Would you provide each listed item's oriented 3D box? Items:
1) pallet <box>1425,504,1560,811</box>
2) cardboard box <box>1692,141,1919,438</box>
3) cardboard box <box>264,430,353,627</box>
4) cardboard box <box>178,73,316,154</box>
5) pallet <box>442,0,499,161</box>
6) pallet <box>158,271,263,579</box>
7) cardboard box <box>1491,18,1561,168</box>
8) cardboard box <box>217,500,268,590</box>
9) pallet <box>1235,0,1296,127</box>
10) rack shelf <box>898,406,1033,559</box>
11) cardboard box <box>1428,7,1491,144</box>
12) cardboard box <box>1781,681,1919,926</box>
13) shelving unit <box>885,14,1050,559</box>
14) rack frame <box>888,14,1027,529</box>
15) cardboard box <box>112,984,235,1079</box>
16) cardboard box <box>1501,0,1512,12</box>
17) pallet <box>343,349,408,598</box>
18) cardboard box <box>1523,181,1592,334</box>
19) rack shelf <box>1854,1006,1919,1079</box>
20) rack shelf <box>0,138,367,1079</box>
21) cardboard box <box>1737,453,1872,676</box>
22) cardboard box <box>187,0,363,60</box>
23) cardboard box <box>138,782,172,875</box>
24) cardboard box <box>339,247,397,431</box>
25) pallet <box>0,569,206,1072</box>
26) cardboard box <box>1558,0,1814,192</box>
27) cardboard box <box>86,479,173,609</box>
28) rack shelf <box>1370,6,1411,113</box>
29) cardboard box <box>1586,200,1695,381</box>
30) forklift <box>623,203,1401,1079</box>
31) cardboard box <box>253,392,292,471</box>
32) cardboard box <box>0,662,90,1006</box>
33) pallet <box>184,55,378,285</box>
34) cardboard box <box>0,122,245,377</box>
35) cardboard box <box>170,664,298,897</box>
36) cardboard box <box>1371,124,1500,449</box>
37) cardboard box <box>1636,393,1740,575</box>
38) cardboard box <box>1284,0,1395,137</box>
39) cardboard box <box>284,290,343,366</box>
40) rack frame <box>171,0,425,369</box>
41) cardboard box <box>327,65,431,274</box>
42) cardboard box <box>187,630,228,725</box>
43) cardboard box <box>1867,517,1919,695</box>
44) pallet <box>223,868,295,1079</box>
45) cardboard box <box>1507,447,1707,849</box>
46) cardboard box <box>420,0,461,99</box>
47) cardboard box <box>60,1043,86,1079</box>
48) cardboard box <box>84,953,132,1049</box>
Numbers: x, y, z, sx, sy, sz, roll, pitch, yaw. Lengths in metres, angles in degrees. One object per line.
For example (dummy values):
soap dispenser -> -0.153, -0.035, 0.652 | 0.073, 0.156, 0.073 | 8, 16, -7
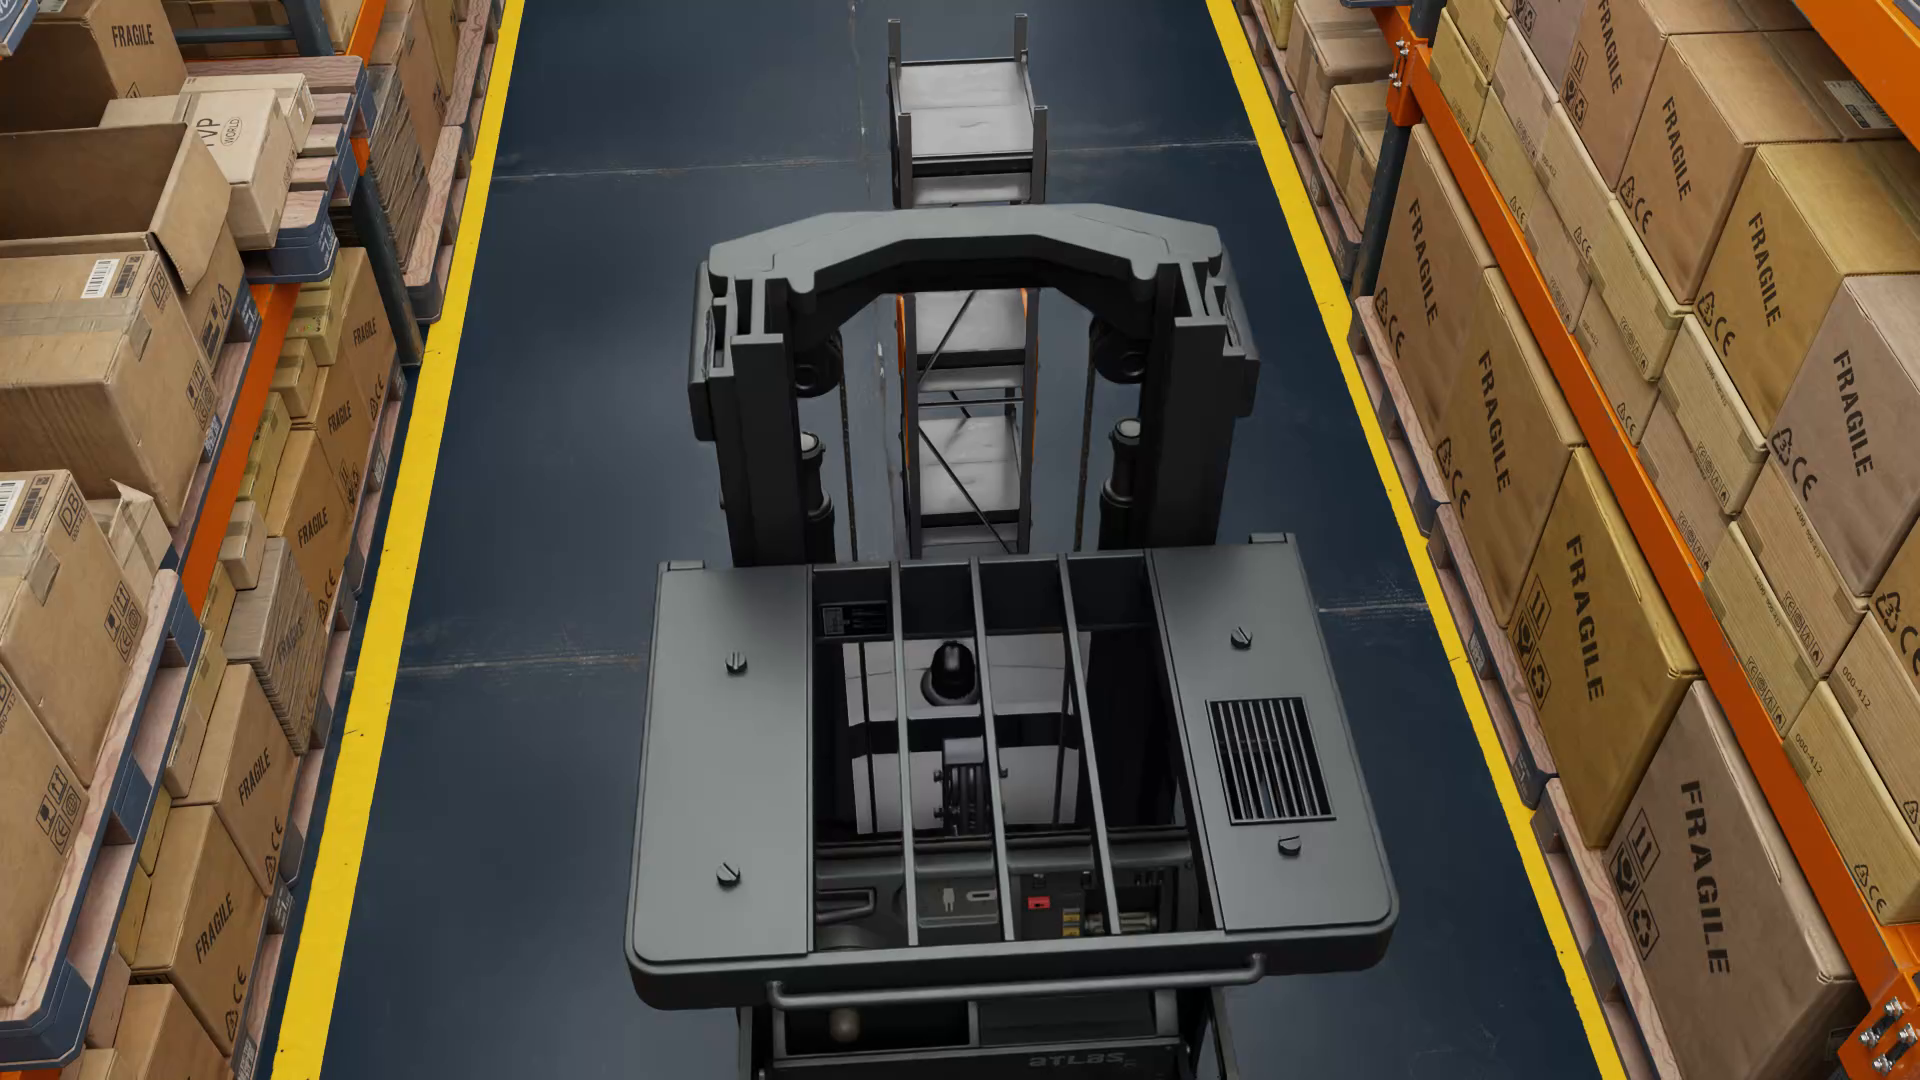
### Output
pallet -> 2.286, 0.345, 5.778 | 1.003, 0.211, 1.213 | -3, 47, -3
cardboard box -> 2.169, -0.604, 3.998 | 0.500, 0.500, 0.500 | -2, 47, -2
cardboard box -> -2.423, -0.016, 5.632 | 0.500, 0.500, 0.500 | -2, 47, -2
cardboard box -> -2.313, -1.371, 5.367 | 0.380, 0.149, 0.250 | -3, 47, -3
pallet -> -2.879, -2.285, 8.269 | 1.003, 0.211, 1.213 | -3, 47, -3
pallet -> -2.583, -0.292, 4.593 | 1.003, 0.211, 1.213 | -3, 47, -3
cardboard box -> 2.034, -1.434, 5.301 | 0.500, 0.250, 0.500 | -2, 47, -2
cardboard box -> -2.373, 0.030, 5.141 | 0.380, 0.149, 0.250 | -6, 47, -5
pallet -> 2.033, -2.557, 8.526 | 1.003, 0.211, 1.213 | -3, 47, -3
rack shelf -> 0.014, -0.112, 5.892 | 0.431, 0.518, 0.480 | -3, 47, -3
cardboard box -> 1.986, -1.649, 5.849 | 0.500, 0.250, 0.500 | -4, 47, -4
cardboard box -> 2.242, 0.567, 3.751 | 0.500, 0.250, 0.500 | -4, 47, -4
shelving unit -> 0.014, -0.602, 5.374 | 0.431, 2.100, 0.503 | -3, 47, -3
rack frame -> -0.007, -0.779, 5.541 | 0.400, 2.100, 0.015 | -3, 47, -3
cardboard box -> -2.232, 1.480, 4.214 | 0.500, 0.500, 0.500 | -2, 47, -2
cardboard box -> 1.993, -2.076, 5.393 | 0.500, 0.500, 0.500 | -5, 47, -5
pallet -> -2.725, -0.264, 6.355 | 1.003, 0.211, 1.213 | -3, 47, -3
cardboard box -> 2.085, -0.898, 5.138 | 0.500, 0.250, 0.500 | -2, 47, -2
rack shelf -> 2.698, 2.519, 2.294 | 1.077, 0.370, 4.000 | -3, 47, -3
rack shelf -> -2.583, -0.071, 4.747 | 1.077, 0.370, 4.000 | -3, 47, -3
cardboard box -> 2.202, 0.039, 3.906 | 0.500, 0.250, 0.500 | -2, 47, -2
cardboard box -> -2.544, -2.050, 6.228 | 0.500, 0.250, 0.500 | -3, 47, -3
cardboard box -> -2.350, 0.767, 4.443 | 0.380, 0.149, 0.250 | -4, 47, -4
cardboard box -> -2.501, -0.757, 6.334 | 0.500, 0.500, 0.500 | -2, 47, -2
pallet -> -2.373, 0.610, 3.738 | 1.003, 0.211, 1.213 | -3, 47, -3
cardboard box -> 2.072, -1.343, 4.698 | 0.500, 0.500, 0.500 | -2, 47, -2
cardboard box -> -2.149, 0.002, 3.985 | 0.396, 0.266, 0.258 | -1, 47, -1
rack shelf -> 2.028, -3.269, 7.776 | 1.077, 0.370, 4.000 | -3, 47, -3
cardboard box -> 2.093, -0.705, 4.611 | 0.500, 0.250, 0.500 | -3, 47, -3
forklift -> 0.052, 0.938, 3.343 | 1.130, 2.935, 3.031 | -3, 47, -2
cardboard box -> -2.448, -0.349, 5.500 | 0.380, 0.149, 0.250 | -2, 47, -2
cardboard box -> -2.233, 0.586, 3.271 | 0.700, 0.500, 0.500 | -2, 47, -2
pallet -> -2.624, -1.213, 5.465 | 1.213, 0.211, 1.003 | -3, 47, -3
cardboard box -> -2.429, -0.775, 4.558 | 0.797, 0.503, 0.637 | -4, 47, -4
cardboard box -> -2.323, 0.734, 4.921 | 0.500, 0.500, 0.500 | -5, 47, -4
cardboard box -> 2.171, -0.979, 6.285 | 0.875, 0.875, 0.875 | -4, 47, -4
cardboard box -> 2.177, -0.168, 4.446 | 0.500, 0.250, 0.500 | -5, 47, -4
cardboard box -> 2.089, -2.253, 7.839 | 0.950, 0.372, 0.625 | -4, 47, -4
cardboard box -> -2.403, -0.736, 5.866 | 0.380, 0.149, 0.250 | -6, 47, -5
rack frame -> -2.750, -1.765, 5.856 | 1.000, 3.000, 0.127 | -3, 47, -3
cardboard box -> -2.789, -1.545, 6.994 | 0.875, 0.625, 0.625 | -2, 47, -2
cardboard box -> -2.352, 0.404, 4.787 | 0.380, 0.149, 0.250 | -2, 47, -2
cardboard box -> 2.243, 0.138, 3.296 | 0.500, 0.500, 0.500 | -2, 47, -2
pallet -> -2.521, 1.502, 4.683 | 1.003, 0.211, 1.213 | -3, 47, -3
cardboard box -> 2.316, 0.314, 5.061 | 0.875, 0.875, 0.875 | -2, 47, -2
cardboard box -> -2.908, -2.505, 7.902 | 0.875, 0.625, 0.625 | -5, 47, -5
cardboard box -> -2.241, 1.247, 3.784 | 0.380, 0.149, 0.250 | -4, 47, -4
cardboard box -> -2.280, 1.150, 4.081 | 0.380, 0.149, 0.250 | -5, 47, -4
